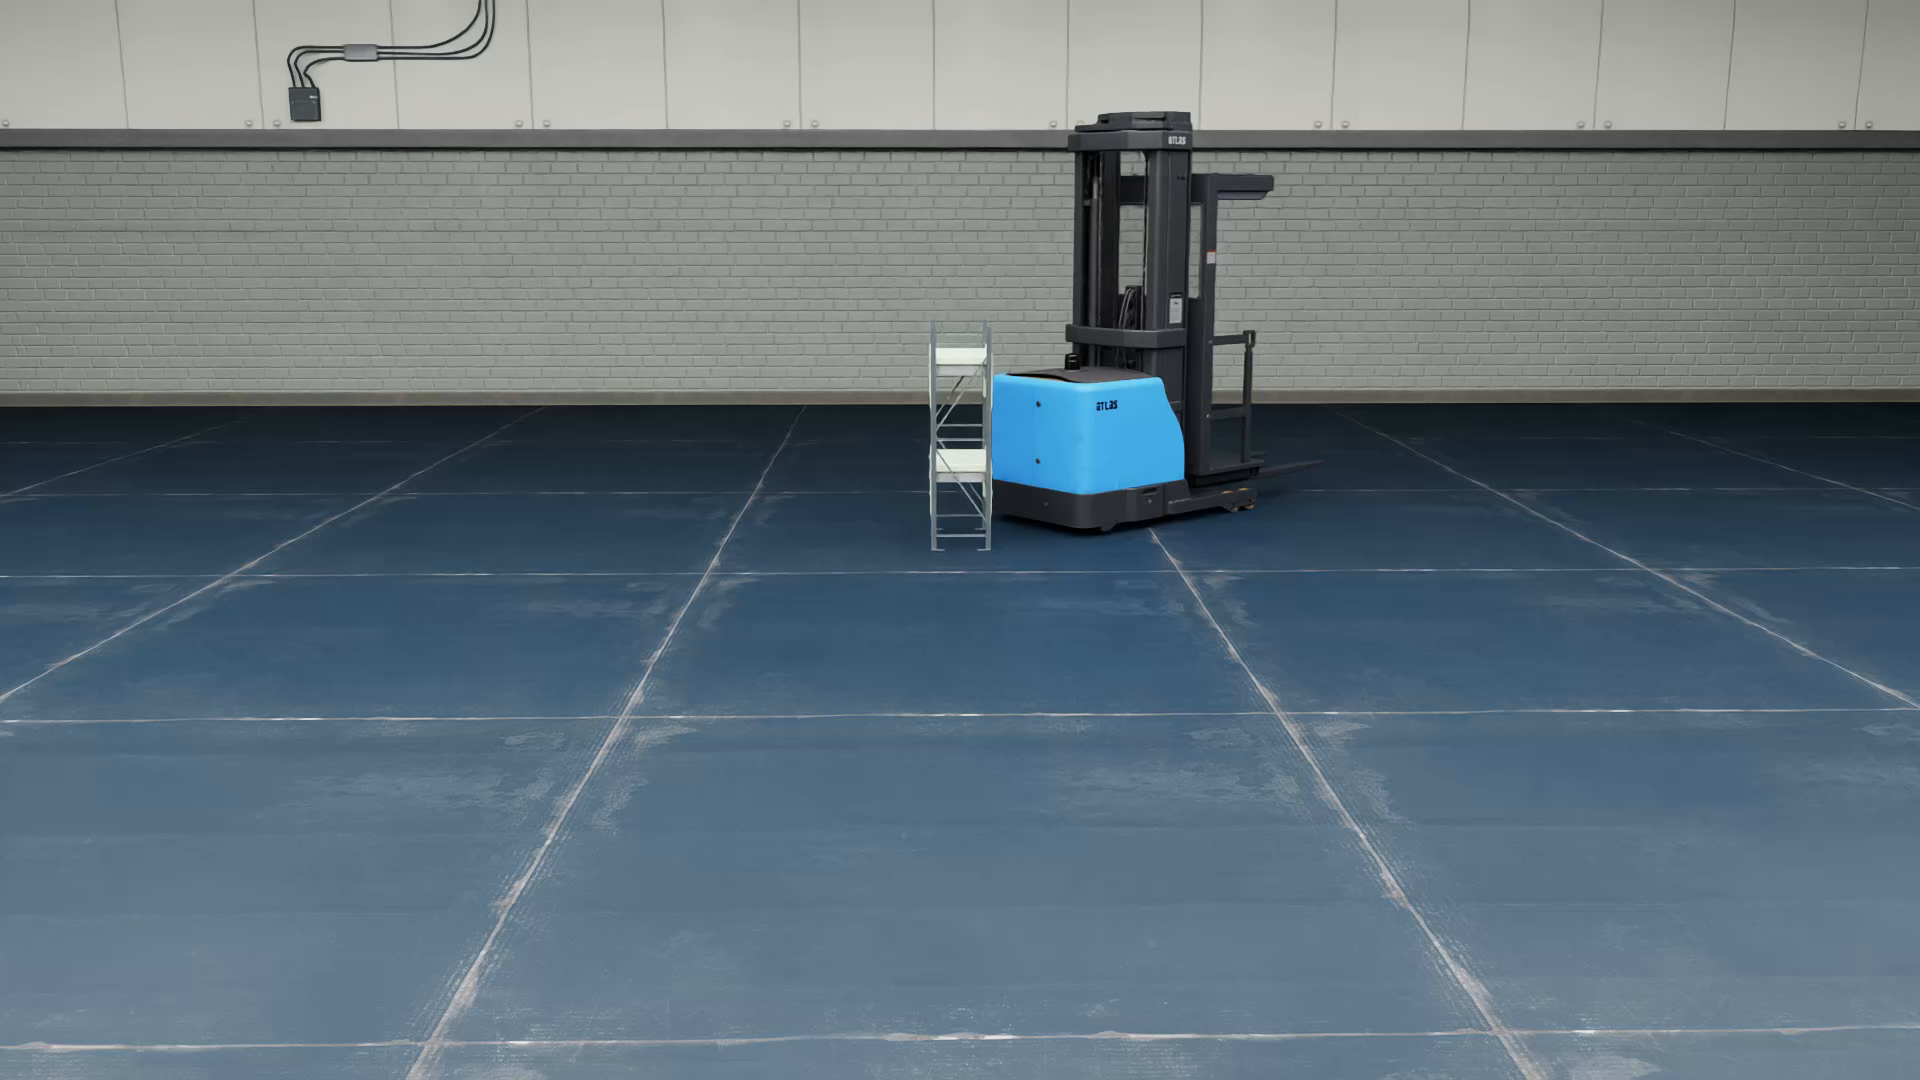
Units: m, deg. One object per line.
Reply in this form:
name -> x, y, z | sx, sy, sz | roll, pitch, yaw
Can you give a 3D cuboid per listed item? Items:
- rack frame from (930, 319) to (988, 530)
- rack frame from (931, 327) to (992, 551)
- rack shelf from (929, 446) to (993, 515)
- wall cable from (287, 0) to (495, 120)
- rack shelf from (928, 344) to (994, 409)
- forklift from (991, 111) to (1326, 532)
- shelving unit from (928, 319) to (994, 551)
rack frame -> -0.008, -0.809, 11.775 | 0.400, 1.500, 0.023 | 0, 11, -1
rack frame -> 0.007, -0.664, 11.058 | 0.400, 1.500, 0.023 | 0, 11, -1
rack shelf -> 0.000, -0.417, 11.481 | 0.431, 0.370, 0.720 | 0, 11, -1
wall cable -> -6.287, -7.622, 17.943 | 2.305, 6.003, 0.169 | 0, 11, -1
rack shelf -> 0.000, -1.119, 11.339 | 0.431, 0.370, 0.720 | 0, 11, -1
forklift -> 1.645, -1.713, 12.633 | 3.031, 2.935, 1.130 | -10, 15, -40
shelving unit -> 0.000, -0.736, 11.417 | 0.431, 1.500, 0.755 | 0, 11, -1
